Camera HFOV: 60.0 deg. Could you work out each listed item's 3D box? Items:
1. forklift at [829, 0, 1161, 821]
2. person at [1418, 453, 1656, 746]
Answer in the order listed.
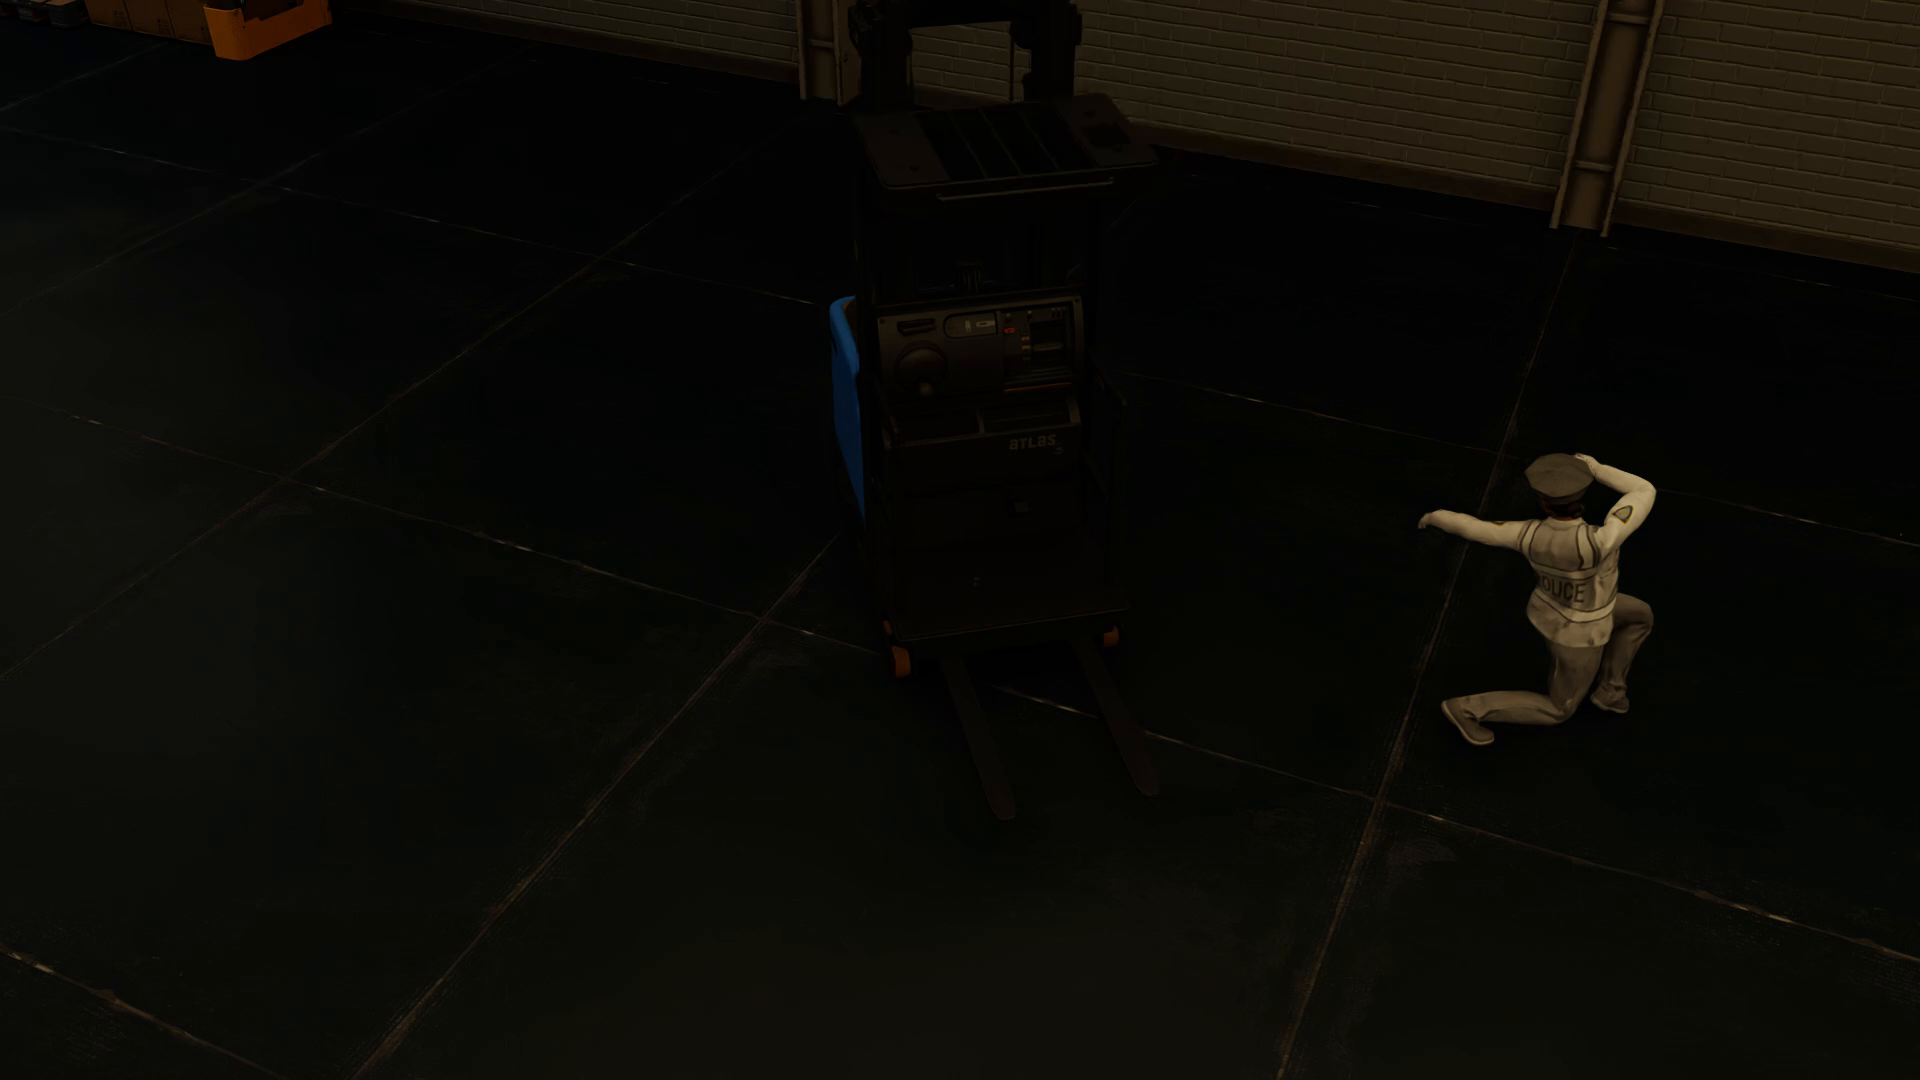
[{"bbox_3d":[0.146,-0.790,7.194,1.130,2.935,3.031,-8,36,-11],"label":"forklift"},{"bbox_3d":[2.522,0.154,7.214,0.931,1.378,0.889,-11,37,-15],"label":"person"}]
